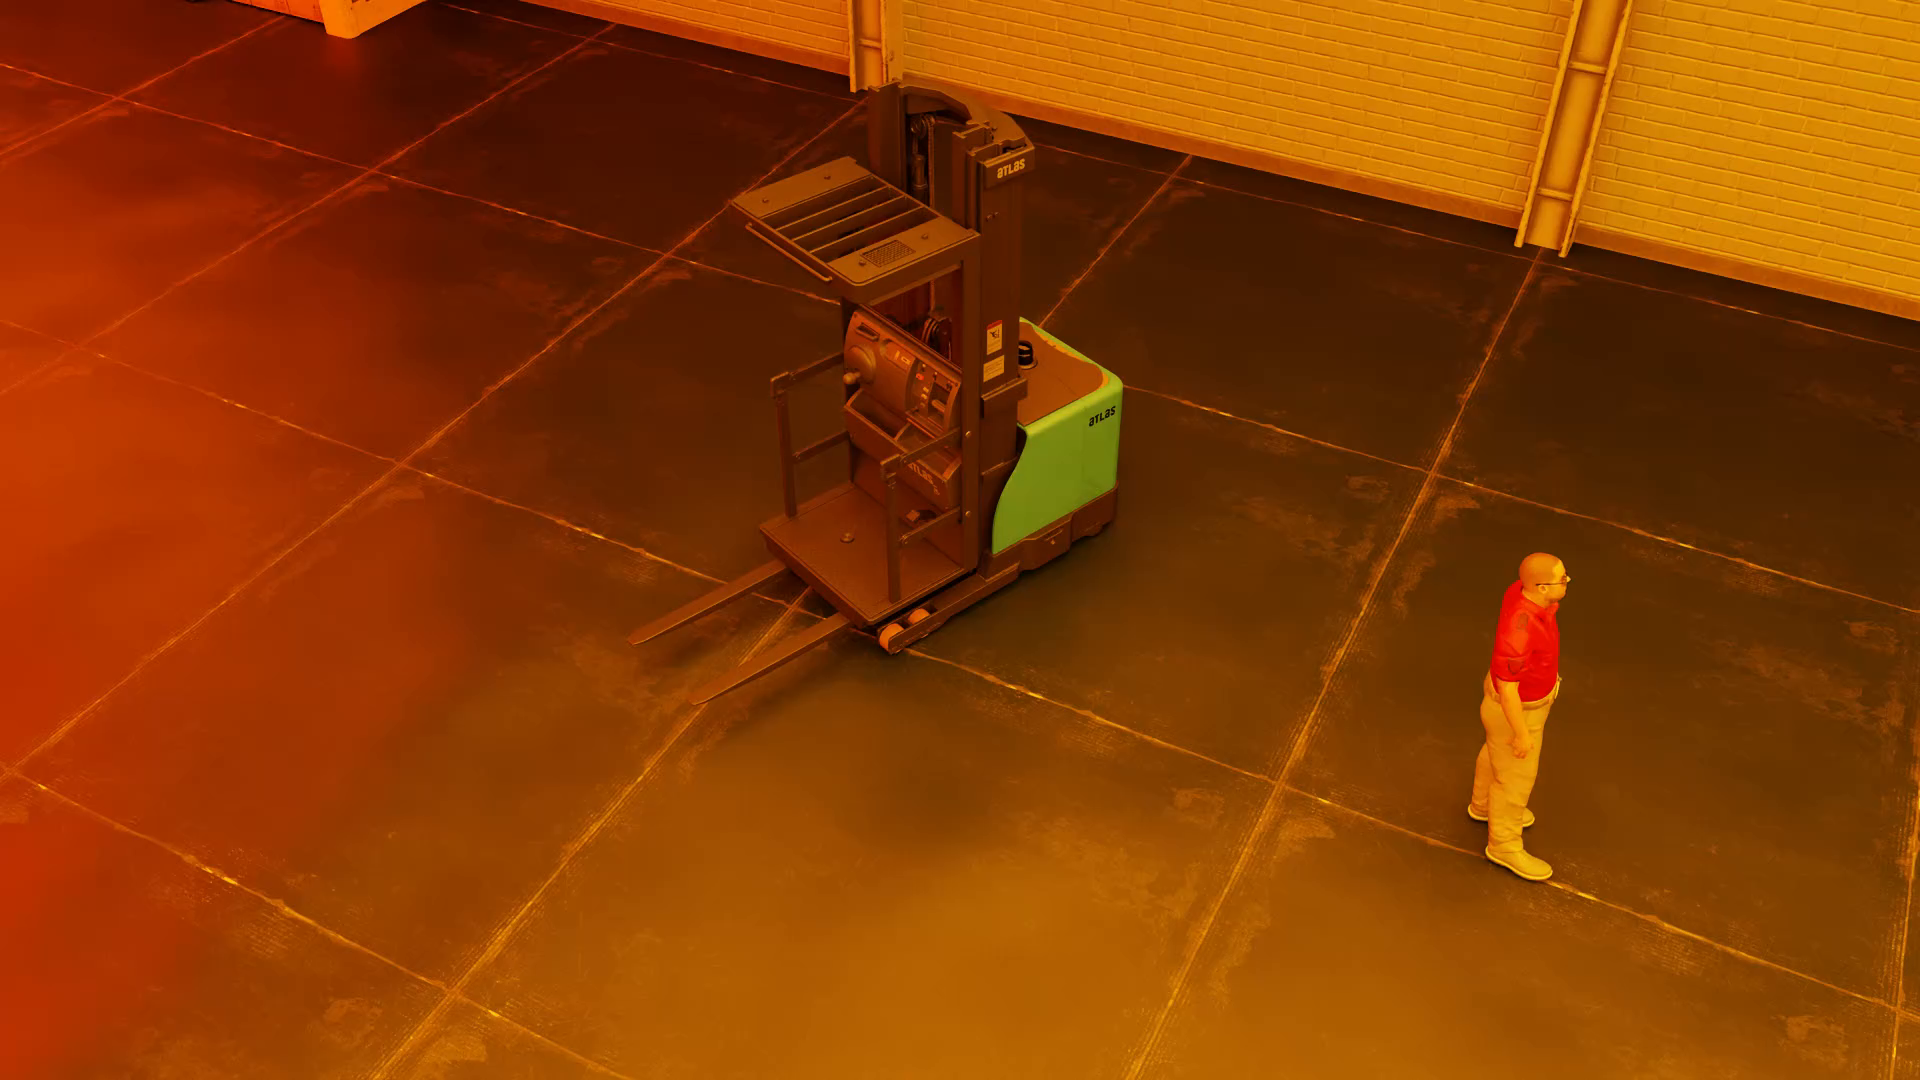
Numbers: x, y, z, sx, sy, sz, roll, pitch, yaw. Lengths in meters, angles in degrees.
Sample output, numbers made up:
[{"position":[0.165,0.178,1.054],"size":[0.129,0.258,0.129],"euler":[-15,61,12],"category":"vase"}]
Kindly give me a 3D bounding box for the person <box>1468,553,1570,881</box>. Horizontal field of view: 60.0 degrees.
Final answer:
[{"position":[2.758,0.797,7.961],"size":[0.550,1.728,0.642],"euler":[12,42,14],"category":"person"}]

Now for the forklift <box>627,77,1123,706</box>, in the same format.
[{"position":[-0.481,-0.860,9.008],"size":[3.031,2.935,1.130],"euler":[-28,48,-29],"category":"forklift"}]
